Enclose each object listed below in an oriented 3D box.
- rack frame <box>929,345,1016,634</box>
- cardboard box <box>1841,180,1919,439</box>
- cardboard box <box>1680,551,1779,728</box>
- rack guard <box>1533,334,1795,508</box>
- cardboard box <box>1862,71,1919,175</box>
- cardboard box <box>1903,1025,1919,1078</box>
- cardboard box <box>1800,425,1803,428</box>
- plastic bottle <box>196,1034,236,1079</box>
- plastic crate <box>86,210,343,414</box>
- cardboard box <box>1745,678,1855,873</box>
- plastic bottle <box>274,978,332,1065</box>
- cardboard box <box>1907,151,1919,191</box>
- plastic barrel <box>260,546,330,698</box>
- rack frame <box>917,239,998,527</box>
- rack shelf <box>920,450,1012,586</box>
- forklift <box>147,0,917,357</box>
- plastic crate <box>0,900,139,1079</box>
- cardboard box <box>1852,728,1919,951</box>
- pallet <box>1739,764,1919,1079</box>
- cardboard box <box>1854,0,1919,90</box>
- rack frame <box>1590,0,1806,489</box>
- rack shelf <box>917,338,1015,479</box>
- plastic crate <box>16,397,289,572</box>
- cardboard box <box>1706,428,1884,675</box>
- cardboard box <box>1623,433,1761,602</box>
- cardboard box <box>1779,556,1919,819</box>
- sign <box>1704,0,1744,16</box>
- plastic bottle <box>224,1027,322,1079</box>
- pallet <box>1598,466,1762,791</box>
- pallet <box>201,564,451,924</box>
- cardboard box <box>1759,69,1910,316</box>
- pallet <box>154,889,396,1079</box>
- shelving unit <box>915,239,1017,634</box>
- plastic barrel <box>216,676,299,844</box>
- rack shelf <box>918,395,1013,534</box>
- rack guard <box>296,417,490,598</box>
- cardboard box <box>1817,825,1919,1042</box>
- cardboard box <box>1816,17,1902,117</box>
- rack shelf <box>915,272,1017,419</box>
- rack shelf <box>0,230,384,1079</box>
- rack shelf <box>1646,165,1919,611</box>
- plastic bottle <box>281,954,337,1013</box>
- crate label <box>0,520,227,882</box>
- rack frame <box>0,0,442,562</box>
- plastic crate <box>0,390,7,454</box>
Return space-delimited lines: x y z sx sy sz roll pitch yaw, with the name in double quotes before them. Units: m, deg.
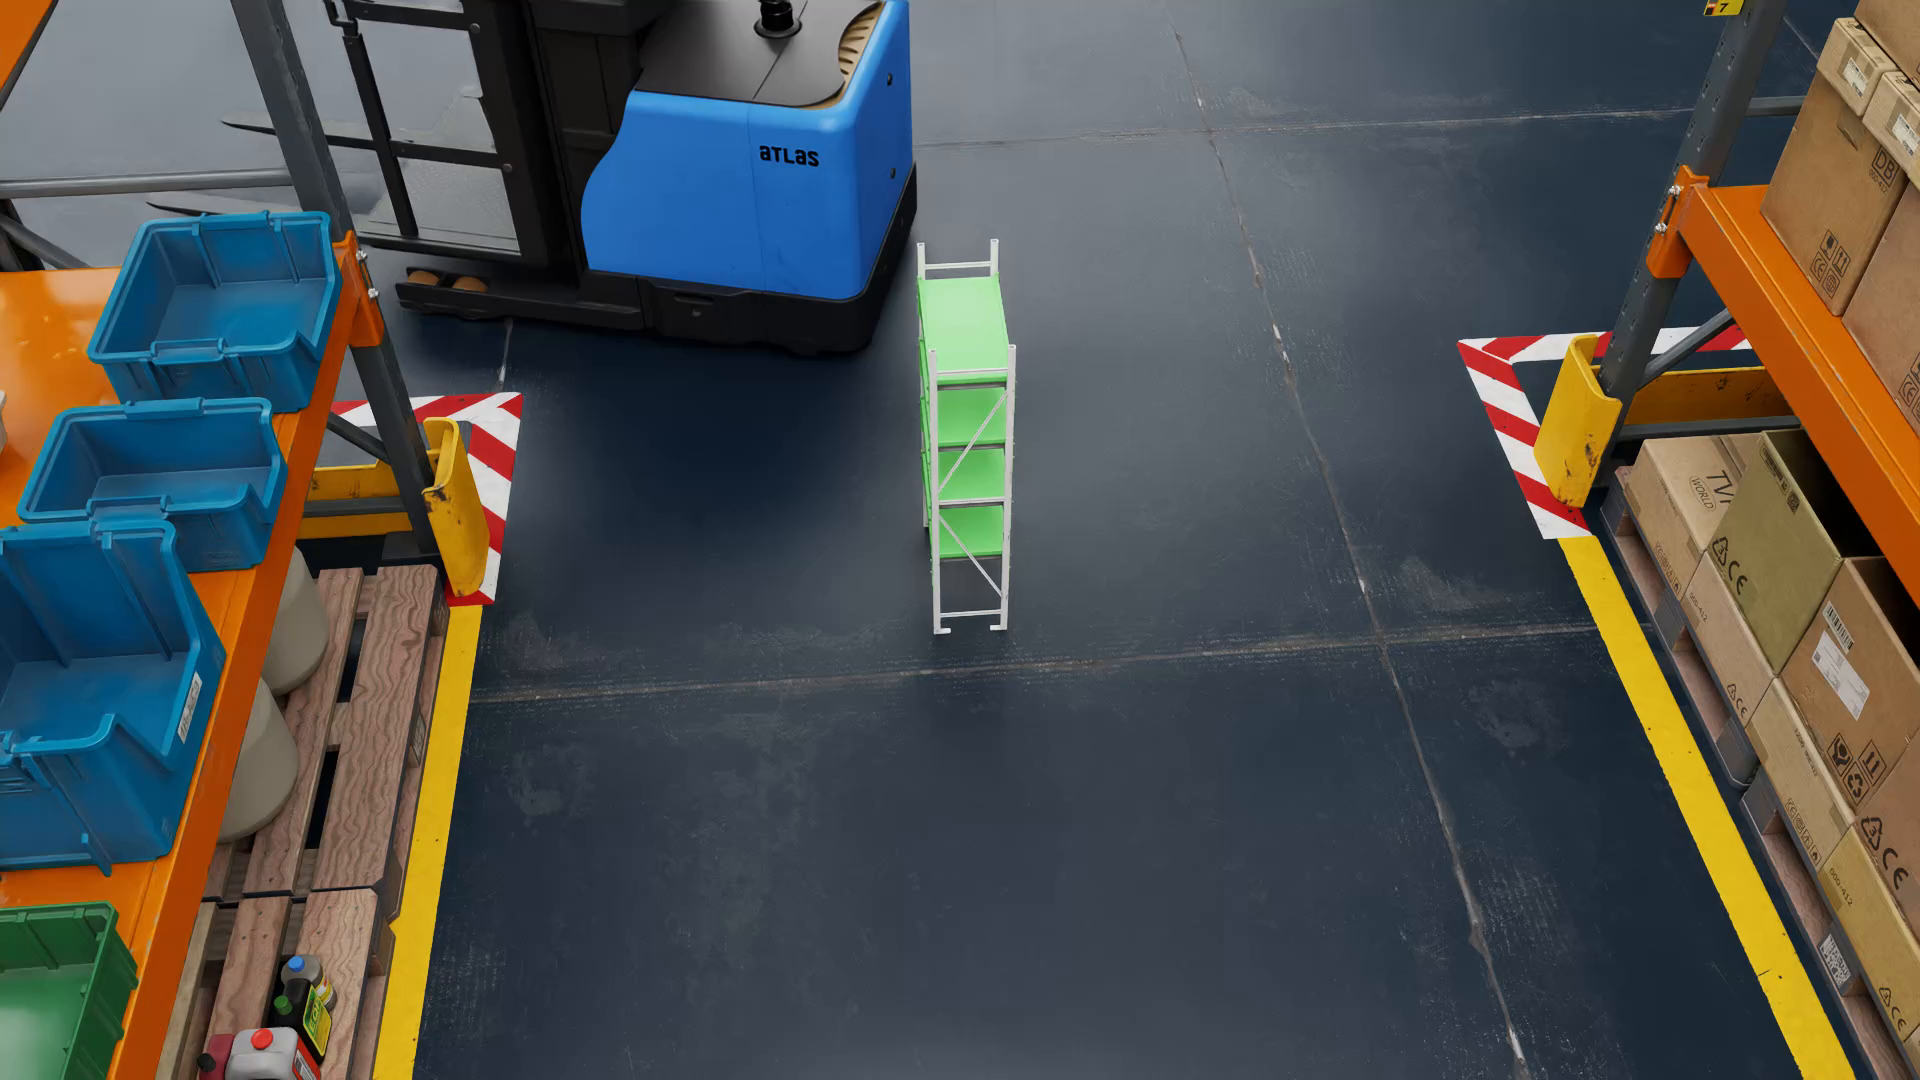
"rack frame" 0.034 -0.116 5.034 0.240 1.200 0.015 -3 47 -3
"cardboard box" 2.755 -0.600 4.184 0.700 0.500 0.500 -2 47 -2
"cardboard box" 2.549 0.280 5.023 0.500 0.250 0.500 -3 47 -3
"rack guard" 2.678 -0.442 5.824 1.175 0.500 0.348 -3 47 -3
"cardboard box" 2.523 -1.054 4.166 0.380 0.149 0.250 -5 47 -4
"cardboard box" 2.670 1.366 3.995 0.500 0.250 0.500 -3 47 -3
"cardboard box" 3.022 -0.371 5.123 0.500 0.500 0.500 -3 47 -3
"plastic bottle" -1.778 1.290 4.030 0.061 0.283 0.133 -3 47 -3
"plastic crate" -1.916 -0.591 4.346 0.499 0.251 0.616 -3 47 -3
"cardboard box" 2.590 0.642 4.681 0.500 0.250 0.500 -3 47 -3
"plastic bottle" -1.637 1.183 4.132 0.061 0.283 0.133 -2 47 -2
"cardboard box" 2.543 -0.873 3.995 0.380 0.149 0.250 -3 47 -3
"plastic barrel" -2.125 0.197 4.922 0.421 0.512 0.421 0 47 0
"rack frame" -0.007 -0.469 5.368 0.240 1.200 0.015 -3 47 -3
"rack shelf" 0.014 -0.084 5.422 0.258 0.148 0.480 -3 47 -3
"forklift" -1.748 -2.247 5.859 3.031 2.935 1.130 8 47 8
"plastic crate" -1.754 0.982 2.900 0.450 0.188 0.662 -3 47 -3
"cardboard box" 2.626 0.746 4.066 0.500 0.500 0.500 -3 47 -3
"pallet" 2.885 1.106 4.557 1.003 0.211 1.213 -3 47 -3
"cardboard box" 2.711 -1.388 4.036 0.700 0.500 0.500 -3 47 -3
"rack frame" 2.680 -1.284 4.900 1.000 3.000 0.127 -3 47 -3
"rack shelf" 0.014 -0.414 5.073 0.258 0.148 0.480 -3 47 -3
"plastic crate" -1.867 -0.120 3.901 0.499 0.251 0.408 -3 47 -3
"cardboard box" 2.547 0.022 4.751 0.500 0.500 0.500 -3 47 -3
"cardboard box" 2.503 -0.082 5.366 0.500 0.250 0.500 -3 47 -3
"cardboard box" 2.602 0.383 4.409 0.500 0.500 0.500 -3 47 -3
"sign" 2.127 -1.580 4.529 0.100 0.325 0.005 -3 47 -3
"plastic bottle" -1.672 1.286 4.039 0.152 0.276 0.135 -3 47 -3
"pallet" 2.786 0.225 5.391 1.003 0.211 1.213 -3 47 -3
"pallet" -2.140 0.613 5.024 1.003 0.211 1.213 -3 47 -3
"cardboard box" 2.707 -0.980 4.543 0.700 0.500 0.500 -3 47 -3
"pallet" -2.041 1.494 4.190 1.003 0.211 1.213 -3 47 -3
"shelving unit" 0.014 -0.293 5.201 0.258 1.200 0.503 -3 47 -3
"plastic barrel" -2.083 0.559 4.578 0.421 0.512 0.421 0 47 0
"rack shelf" 0.014 -0.249 5.247 0.258 0.148 0.480 -3 47 -3
"rack guard" -2.203 -0.074 5.476 1.175 0.500 0.348 -3 47 -3
"cardboard box" 2.627 1.004 4.338 0.500 0.250 0.500 -3 47 -3
"cardboard box" 2.499 -1.245 4.347 0.380 0.149 0.250 -4 47 -4
"rack shelf" 0.014 -0.579 4.899 0.258 0.148 0.480 -3 47 -3
"rack shelf" -2.089 0.709 3.508 1.077 0.370 4.000 -3 47 -3
"rack shelf" 2.848 0.410 3.791 1.077 0.370 4.000 -3 47 -3
"plastic bottle" -1.665 1.127 4.241 0.097 0.201 0.097 0 47 0
"crate label" -1.832 0.317 3.359 0.502 0.435 0.616 -3 47 -3
"rack frame" -2.256 -0.986 4.618 1.000 3.000 0.127 -3 47 -3
"plastic crate" -2.502 -0.228 4.082 0.298 0.136 0.250 -3 47 -3
